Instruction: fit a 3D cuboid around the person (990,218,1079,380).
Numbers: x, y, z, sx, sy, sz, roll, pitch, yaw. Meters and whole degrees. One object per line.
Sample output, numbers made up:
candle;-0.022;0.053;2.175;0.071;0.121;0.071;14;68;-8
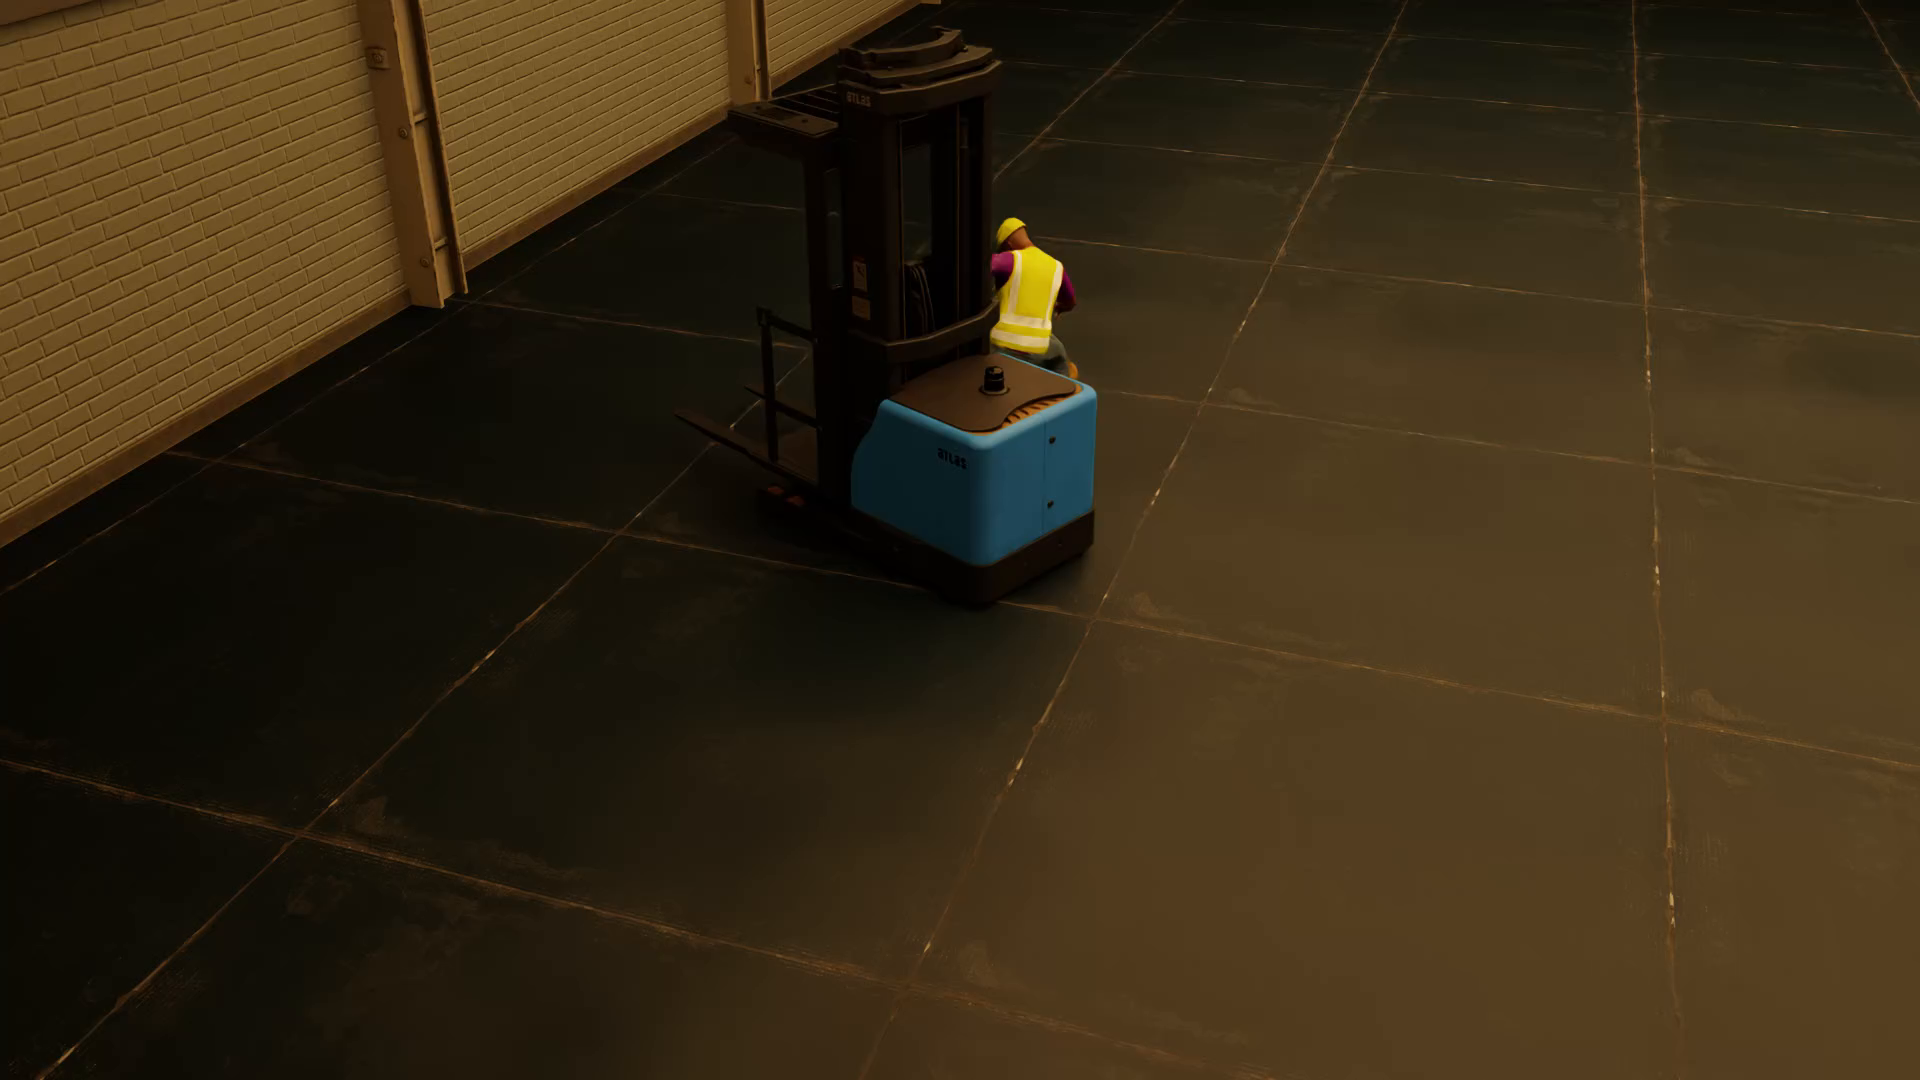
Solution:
person;0.266;-1.423;11.182;1.335;1.422;0.830;-7;30;-12

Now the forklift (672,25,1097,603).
forklift;-0.612;-1.541;9.839;3.031;2.935;1.130;26;38;37
